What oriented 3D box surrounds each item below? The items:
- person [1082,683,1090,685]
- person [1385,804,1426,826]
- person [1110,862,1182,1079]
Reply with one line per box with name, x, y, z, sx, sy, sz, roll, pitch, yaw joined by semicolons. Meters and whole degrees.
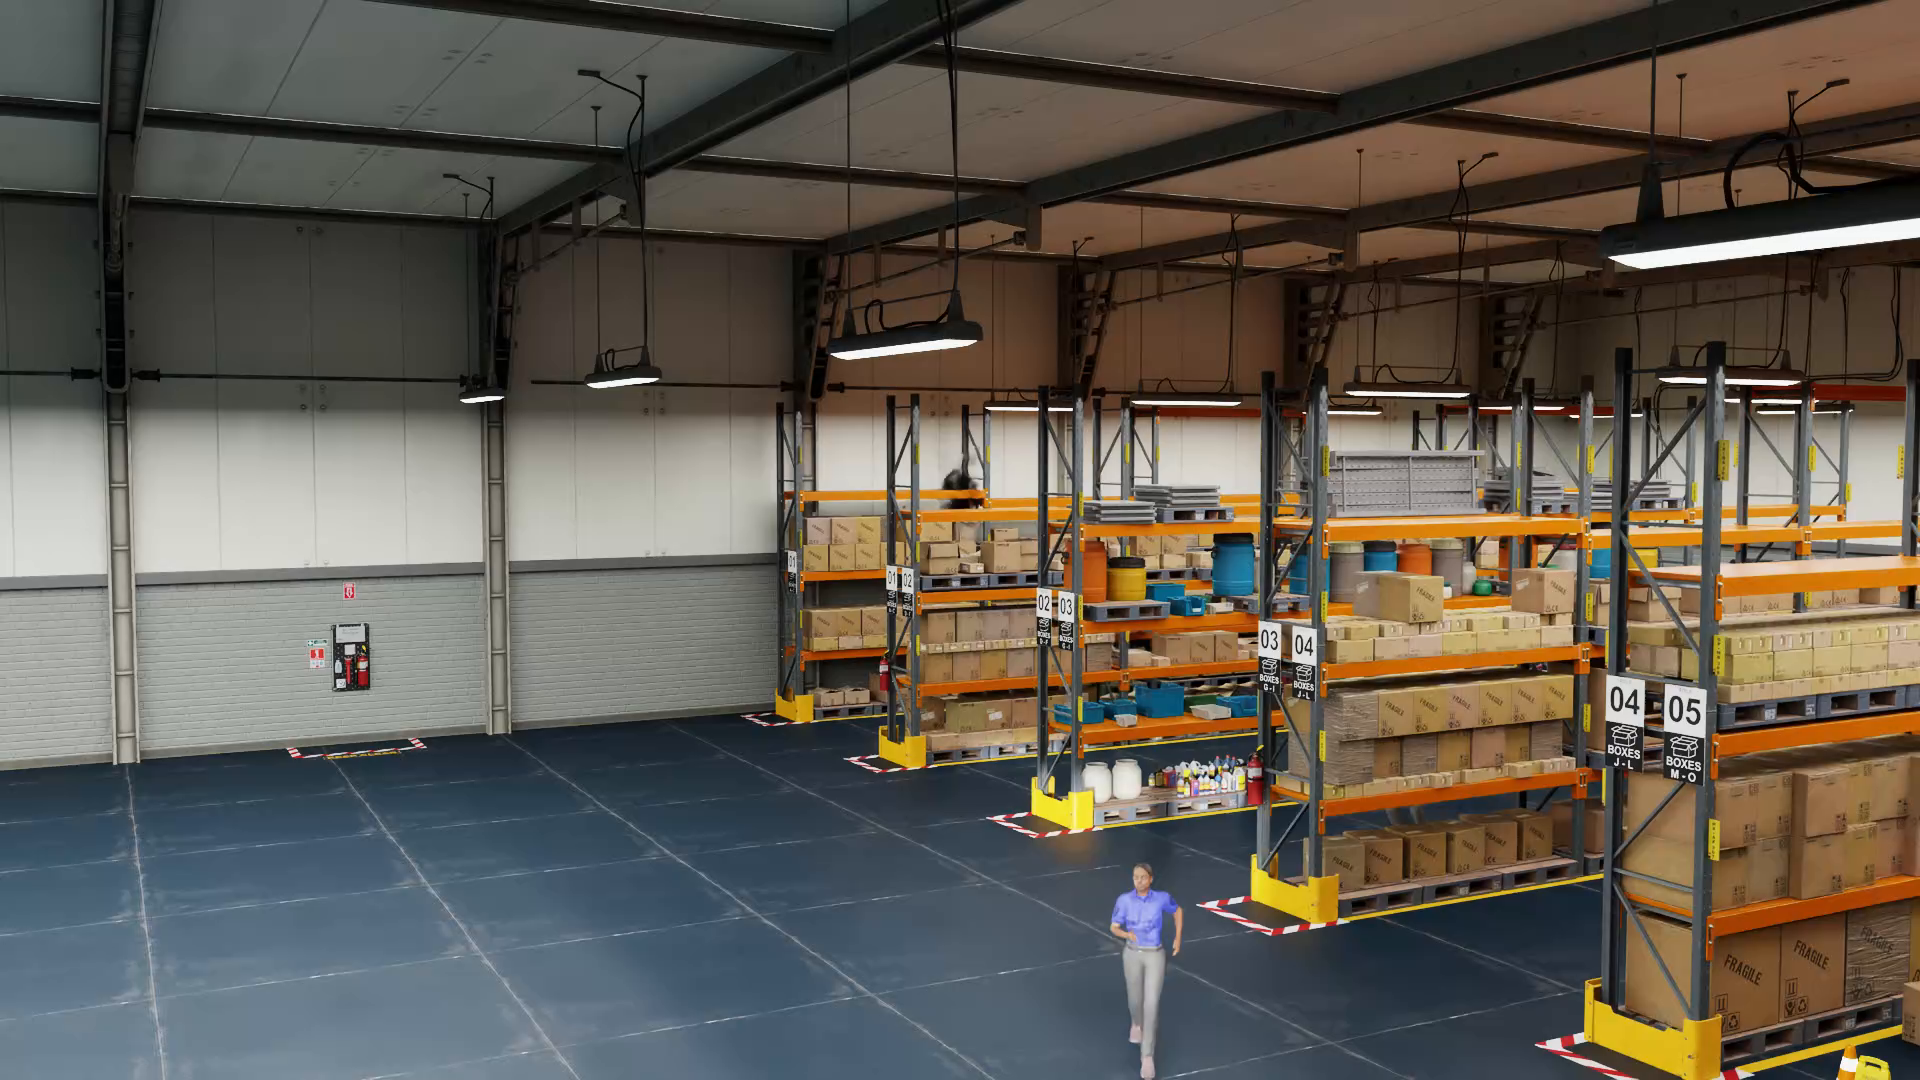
person;2.323;2.471;30.773;0.681;1.672;0.601;-2;4;-32
person;5.730;3.065;21.324;0.773;1.569;0.527;-3;4;-38
person;1.551;3.544;13.962;0.583;1.665;0.935;1;3;13
